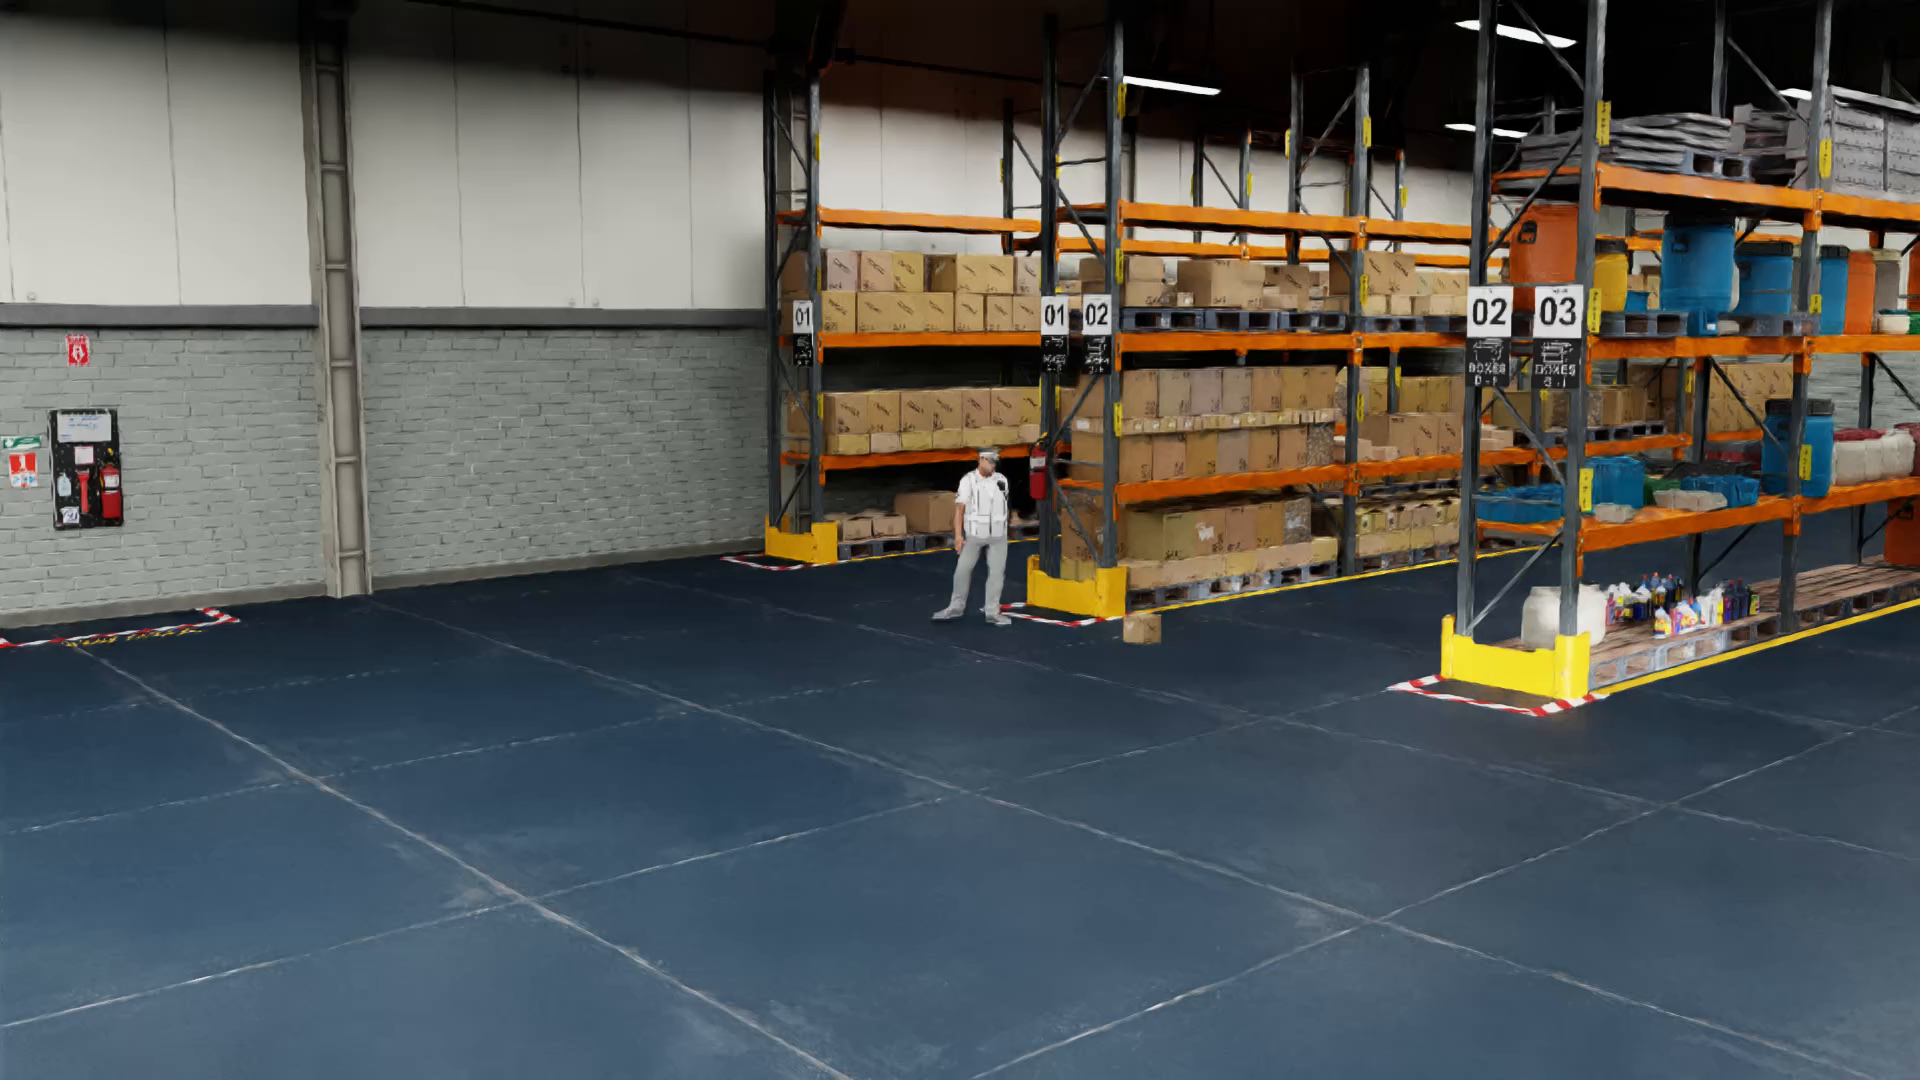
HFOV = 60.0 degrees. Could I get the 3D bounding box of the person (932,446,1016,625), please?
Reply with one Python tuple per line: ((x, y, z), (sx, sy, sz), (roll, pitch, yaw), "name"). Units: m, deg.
((0.139, -0.049, 16.141), (0.743, 1.743, 0.543), (-2, 8, -17), "person")
